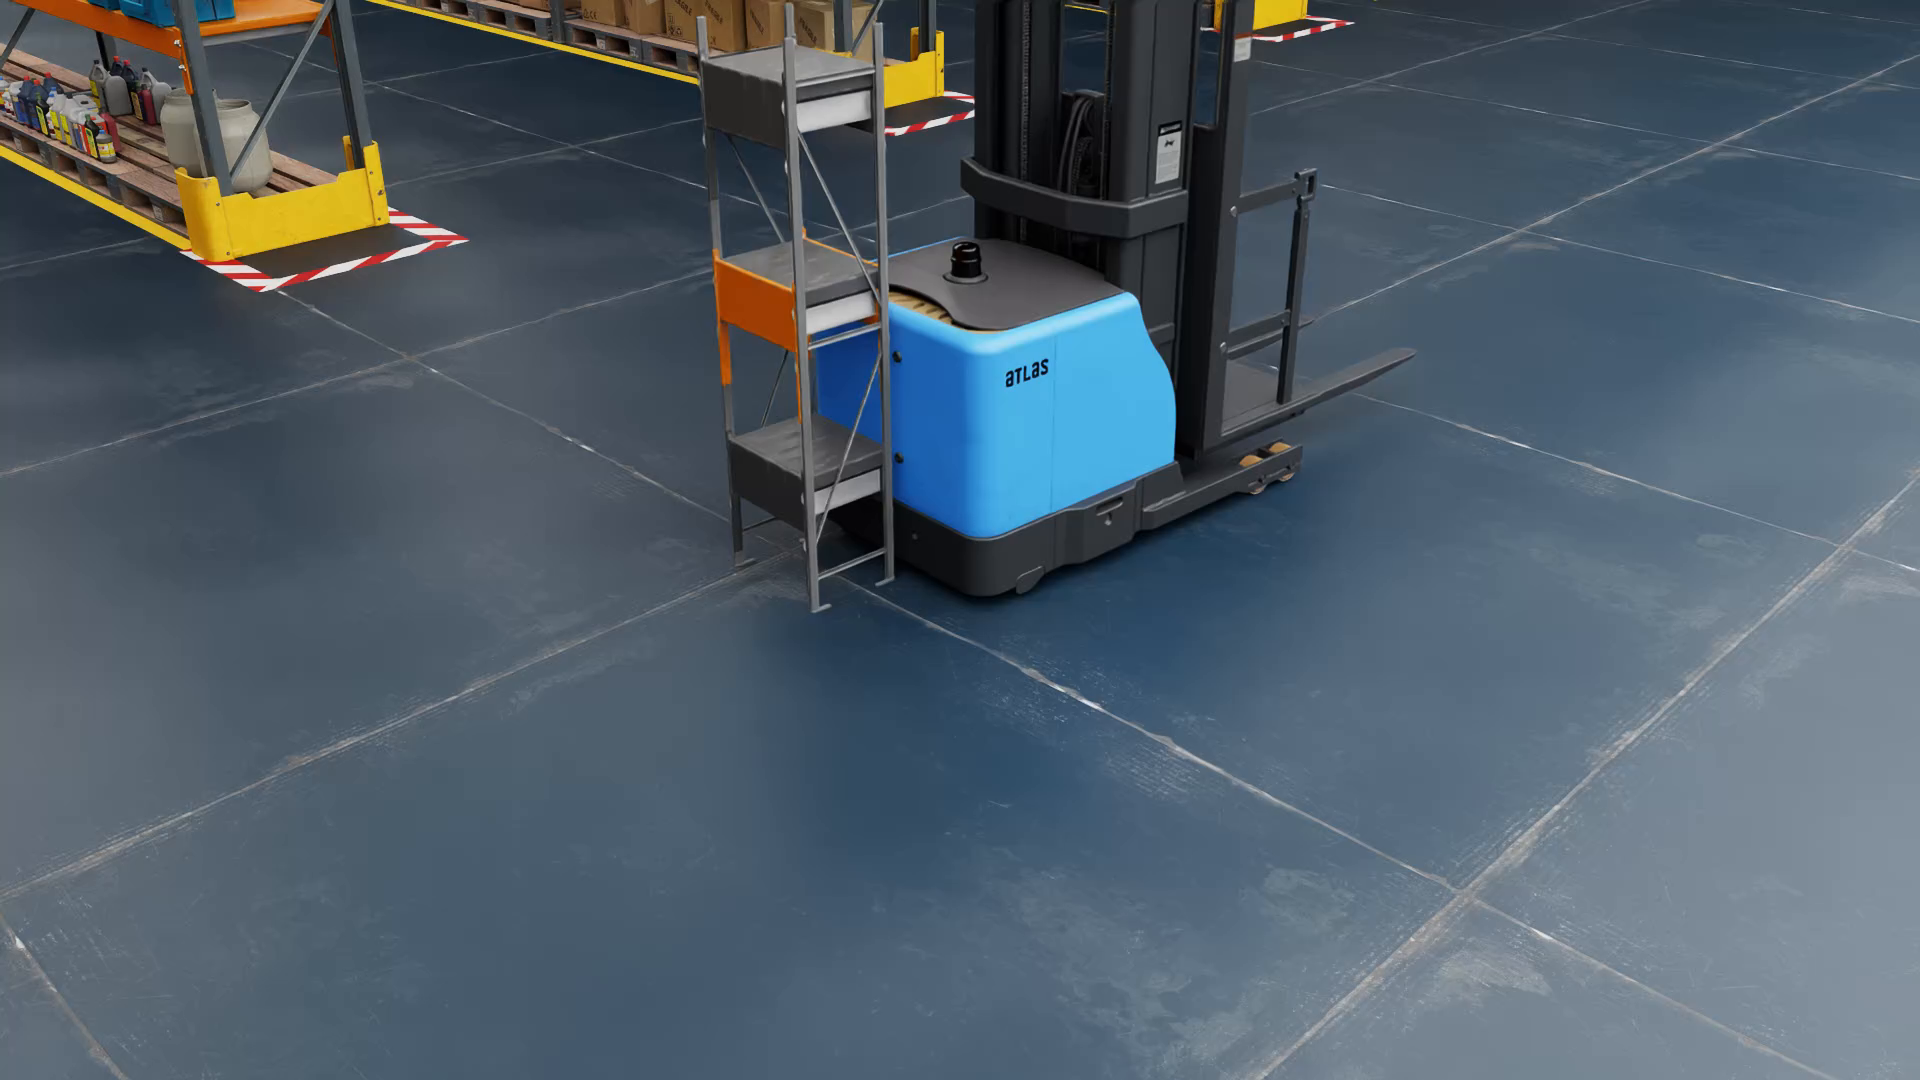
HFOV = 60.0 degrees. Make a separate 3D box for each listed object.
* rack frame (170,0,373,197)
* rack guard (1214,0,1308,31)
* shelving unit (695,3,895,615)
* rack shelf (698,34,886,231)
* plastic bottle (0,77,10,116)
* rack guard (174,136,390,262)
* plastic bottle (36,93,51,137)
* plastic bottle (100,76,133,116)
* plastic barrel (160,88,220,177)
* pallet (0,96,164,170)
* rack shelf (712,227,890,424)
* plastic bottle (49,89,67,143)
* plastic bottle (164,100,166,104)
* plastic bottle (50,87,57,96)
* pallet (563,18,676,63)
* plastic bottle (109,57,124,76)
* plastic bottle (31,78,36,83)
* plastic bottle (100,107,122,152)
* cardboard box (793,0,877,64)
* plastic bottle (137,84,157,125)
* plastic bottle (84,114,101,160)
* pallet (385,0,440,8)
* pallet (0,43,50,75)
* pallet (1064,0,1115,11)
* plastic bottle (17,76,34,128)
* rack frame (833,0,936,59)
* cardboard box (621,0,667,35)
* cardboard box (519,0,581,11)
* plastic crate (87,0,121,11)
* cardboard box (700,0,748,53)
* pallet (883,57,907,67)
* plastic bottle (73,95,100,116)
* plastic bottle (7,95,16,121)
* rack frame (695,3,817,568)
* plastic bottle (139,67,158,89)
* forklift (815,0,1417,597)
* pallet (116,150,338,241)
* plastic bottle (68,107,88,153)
[{"bbox_3d":[-4.056,-3.208,9.628,0.127,3.000,1.000,25,36,38],"label":"rack frame"},{"bbox_3d":[2.983,-5.351,16.389,0.348,0.500,1.175,25,36,38],"label":"rack guard"},{"bbox_3d":[-0.571,-0.797,6.010,0.431,2.100,0.503,-23,35,-36],"label":"shelving unit"},{"bbox_3d":[-0.571,-1.405,5.691,0.431,0.518,0.480,-23,35,-36],"label":"rack shelf"},{"bbox_3d":[-6.988,-3.251,12.169,0.097,0.271,0.097,0,28,0],"label":"plastic bottle"},{"bbox_3d":[-4.143,-2.111,10.228,0.348,0.500,1.175,25,36,38],"label":"rack guard"},{"bbox_3d":[-6.400,-2.975,11.632,0.061,0.283,0.133,-23,36,-37],"label":"plastic bottle"},{"bbox_3d":[-6.196,-3.268,12.196,0.135,0.276,0.152,25,36,38],"label":"plastic bottle"},{"bbox_3d":[-4.936,-2.646,10.781,0.421,0.512,0.421,0,28,0],"label":"plastic barrel"},{"bbox_3d":[-6.459,-3.046,12.316,1.213,0.211,1.003,25,36,38],"label":"pallet"},{"bbox_3d":[-0.571,-0.785,6.017,0.431,0.518,0.480,-23,35,-36],"label":"rack shelf"},{"bbox_3d":[-6.186,-2.934,11.481,0.185,0.351,0.144,24,36,38],"label":"plastic bottle"},{"bbox_3d":[-5.663,-3.103,11.963,0.097,0.201,0.097,0,28,0],"label":"plastic bottle"},{"bbox_3d":[-6.436,-3.092,11.867,0.097,0.271,0.097,0,28,0],"label":"plastic bottle"},{"bbox_3d":[-2.932,-4.715,15.491,1.213,0.211,1.003,25,36,38],"label":"pallet"},{"bbox_3d":[-6.247,-3.421,12.407,0.185,0.351,0.144,23,36,37],"label":"plastic bottle"},{"bbox_3d":[-6.664,-3.196,12.050,0.133,0.283,0.061,25,36,38],"label":"plastic bottle"},{"bbox_3d":[-5.759,-2.781,11.262,0.133,0.283,0.061,25,36,38],"label":"plastic bottle"},{"bbox_3d":[-1.017,-4.141,13.636,0.500,0.500,0.500,-18,33,-30],"label":"cardboard box"},{"bbox_3d":[-5.841,-3.133,11.932,0.133,0.283,0.061,25,36,38],"label":"plastic bottle"},{"bbox_3d":[-5.769,-2.687,11.082,0.061,0.283,0.133,-24,36,-38],"label":"plastic bottle"},{"bbox_3d":[-5.732,-5.973,17.882,1.213,0.211,1.003,25,36,38],"label":"pallet"},{"bbox_3d":[-8.370,-3.921,13.979,1.213,0.211,1.003,25,36,38],"label":"pallet"},{"bbox_3d":[1.475,-5.864,17.675,1.213,0.211,1.003,25,36,38],"label":"pallet"},{"bbox_3d":[-6.624,-3.135,11.862,0.144,0.351,0.185,-24,36,-38],"label":"plastic bottle"},{"bbox_3d":[-0.583,-4.852,12.754,0.127,3.000,1.000,25,36,38],"label":"rack frame"},{"bbox_3d":[-2.765,-4.908,15.096,0.500,0.500,0.500,-13,31,-24],"label":"cardboard box"},{"bbox_3d":[-3.859,-5.453,16.110,0.500,0.500,0.700,21,34,35],"label":"cardboard box"},{"bbox_3d":[-5.082,-3.420,10.191,0.408,0.251,0.499,25,36,38],"label":"plastic crate"},{"bbox_3d":[-1.900,-4.535,14.386,0.500,0.500,0.500,-21,34,-35],"label":"cardboard box"},{"bbox_3d":[-1.192,-3.919,13.977,1.213,0.211,1.003,25,36,38],"label":"pallet"},{"bbox_3d":[-6.100,-2.959,11.607,0.135,0.276,0.152,25,36,38],"label":"plastic bottle"},{"bbox_3d":[-6.843,-3.154,12.059,0.097,0.201,0.097,0,28,0],"label":"plastic bottle"},{"bbox_3d":[-0.734,-0.882,6.171,0.400,2.100,0.015,-23,35,-36],"label":"rack frame"},{"bbox_3d":[-5.880,-3.253,12.087,0.185,0.351,0.144,24,36,38],"label":"plastic bottle"},{"bbox_3d":[0.853,-1.654,6.746,3.031,2.935,1.130,-23,35,-36],"label":"forklift"},{"bbox_3d":[-4.719,-2.250,10.802,1.213,0.211,1.003,25,36,38],"label":"pallet"},{"bbox_3d":[-5.932,-2.788,11.283,0.135,0.276,0.152,23,36,37],"label":"plastic bottle"}]
